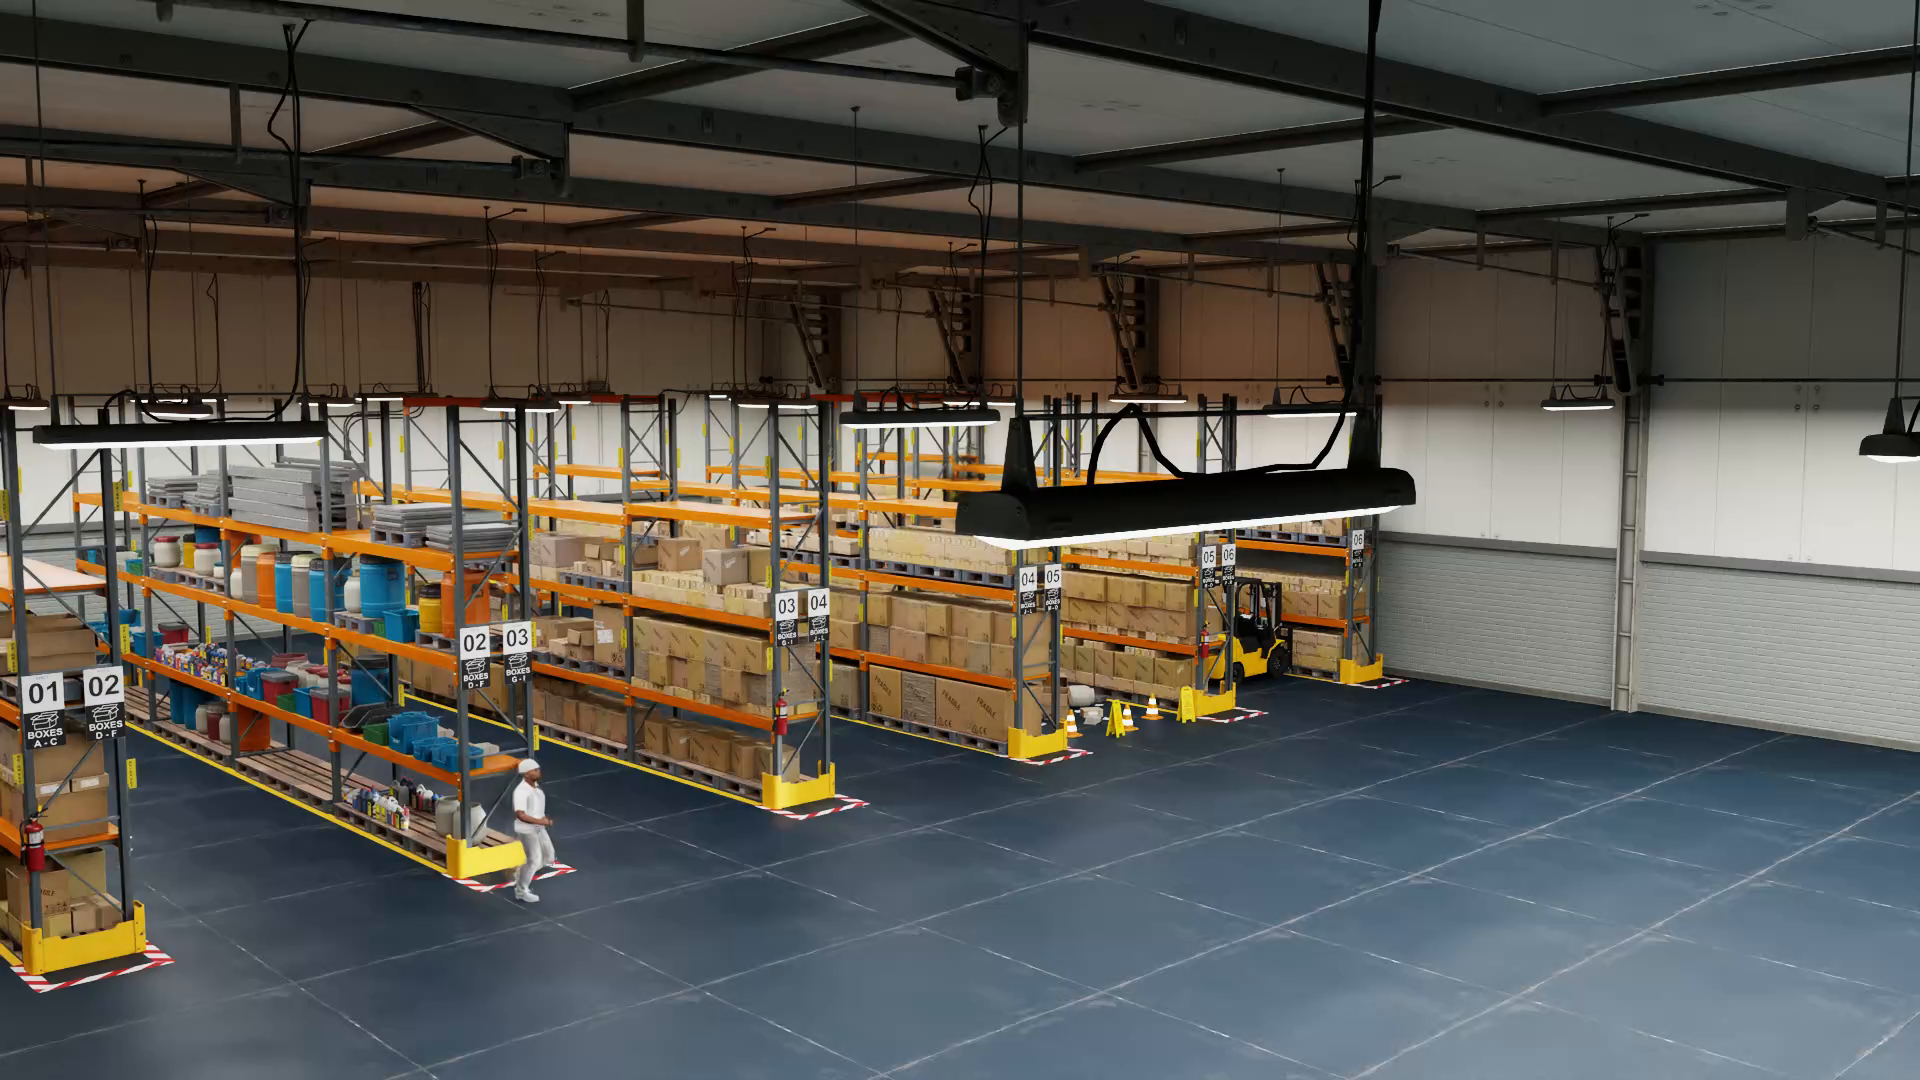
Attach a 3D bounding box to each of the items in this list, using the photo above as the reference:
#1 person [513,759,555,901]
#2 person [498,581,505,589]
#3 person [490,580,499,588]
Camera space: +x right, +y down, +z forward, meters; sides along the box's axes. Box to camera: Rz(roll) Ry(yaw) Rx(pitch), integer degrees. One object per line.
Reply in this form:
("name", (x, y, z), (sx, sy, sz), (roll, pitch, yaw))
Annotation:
("person", (-5.180, 3.513, 20.251), (0.591, 1.736, 0.754), (0, 6, 2))
("person", (-10.883, 1.730, 39.293), (0.595, 1.598, 0.672), (1, 6, 7))
("person", (-10.855, 1.742, 38.540), (0.727, 1.761, 0.873), (-4, 7, -37))
